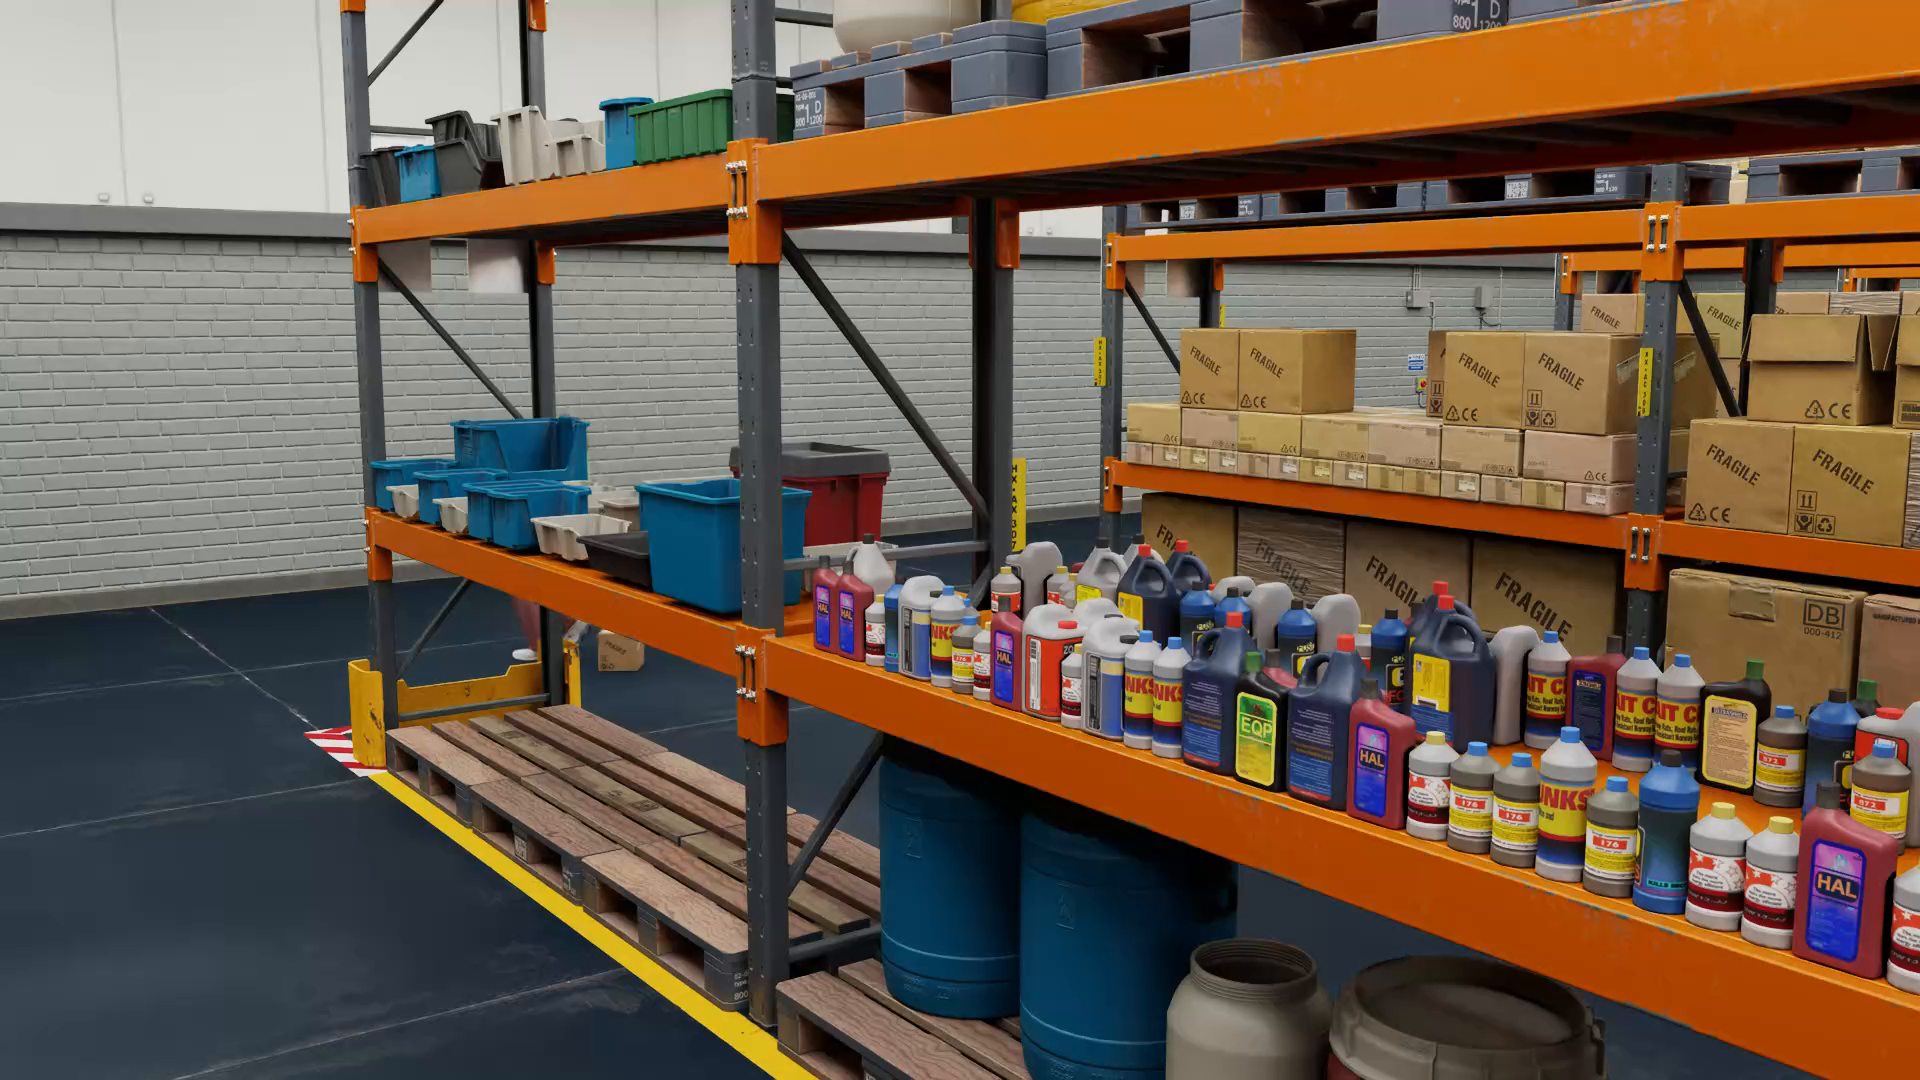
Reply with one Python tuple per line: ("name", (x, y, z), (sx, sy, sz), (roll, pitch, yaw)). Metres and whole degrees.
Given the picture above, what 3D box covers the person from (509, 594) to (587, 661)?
("person", (-2.739, -0.002, 11.001), (0.502, 1.620, 0.606), (-1, 8, -7))
